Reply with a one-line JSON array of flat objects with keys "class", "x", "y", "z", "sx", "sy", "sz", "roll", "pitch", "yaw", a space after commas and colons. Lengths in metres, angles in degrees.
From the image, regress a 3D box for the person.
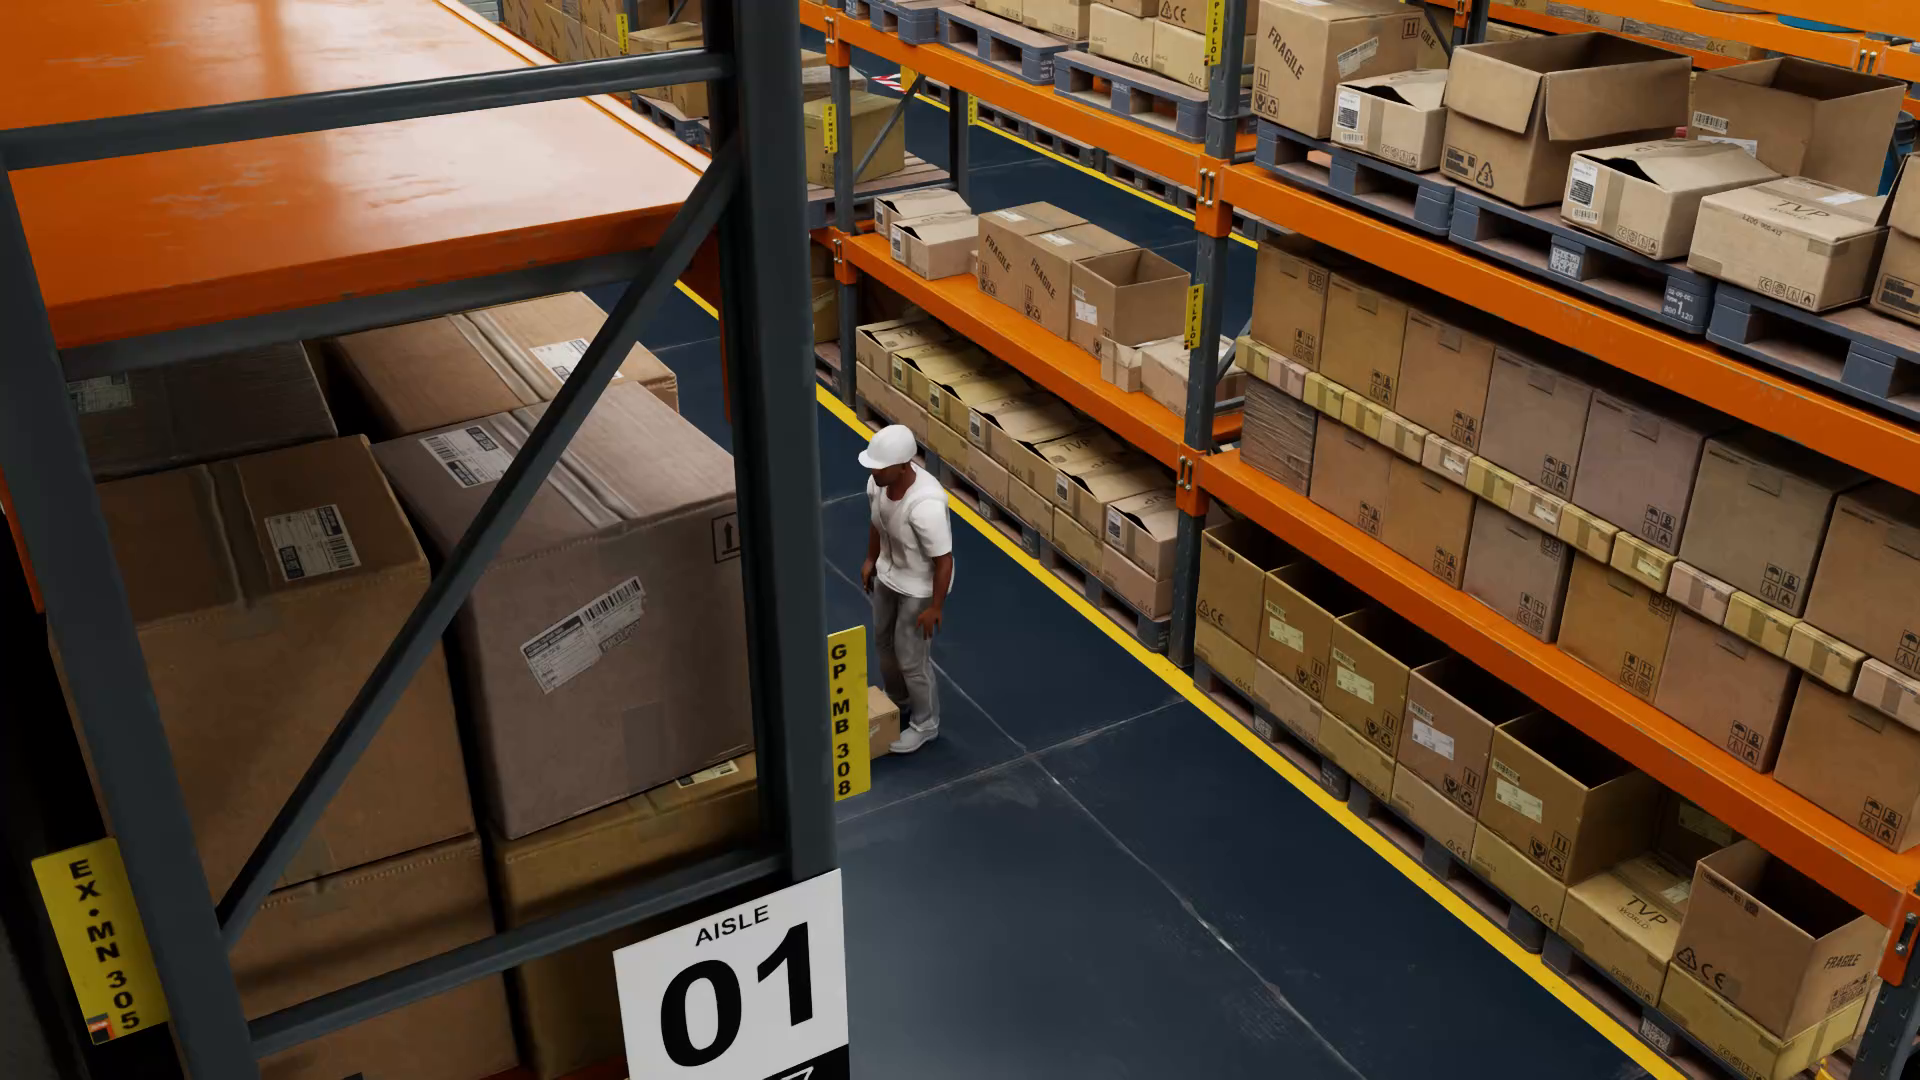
[{"class": "person", "x": -0.279, "y": 0.218, "z": 8.150, "sx": 0.462, "sy": 1.759, "sz": 0.632, "roll": -18, "pitch": 34, "yaw": -29}]
